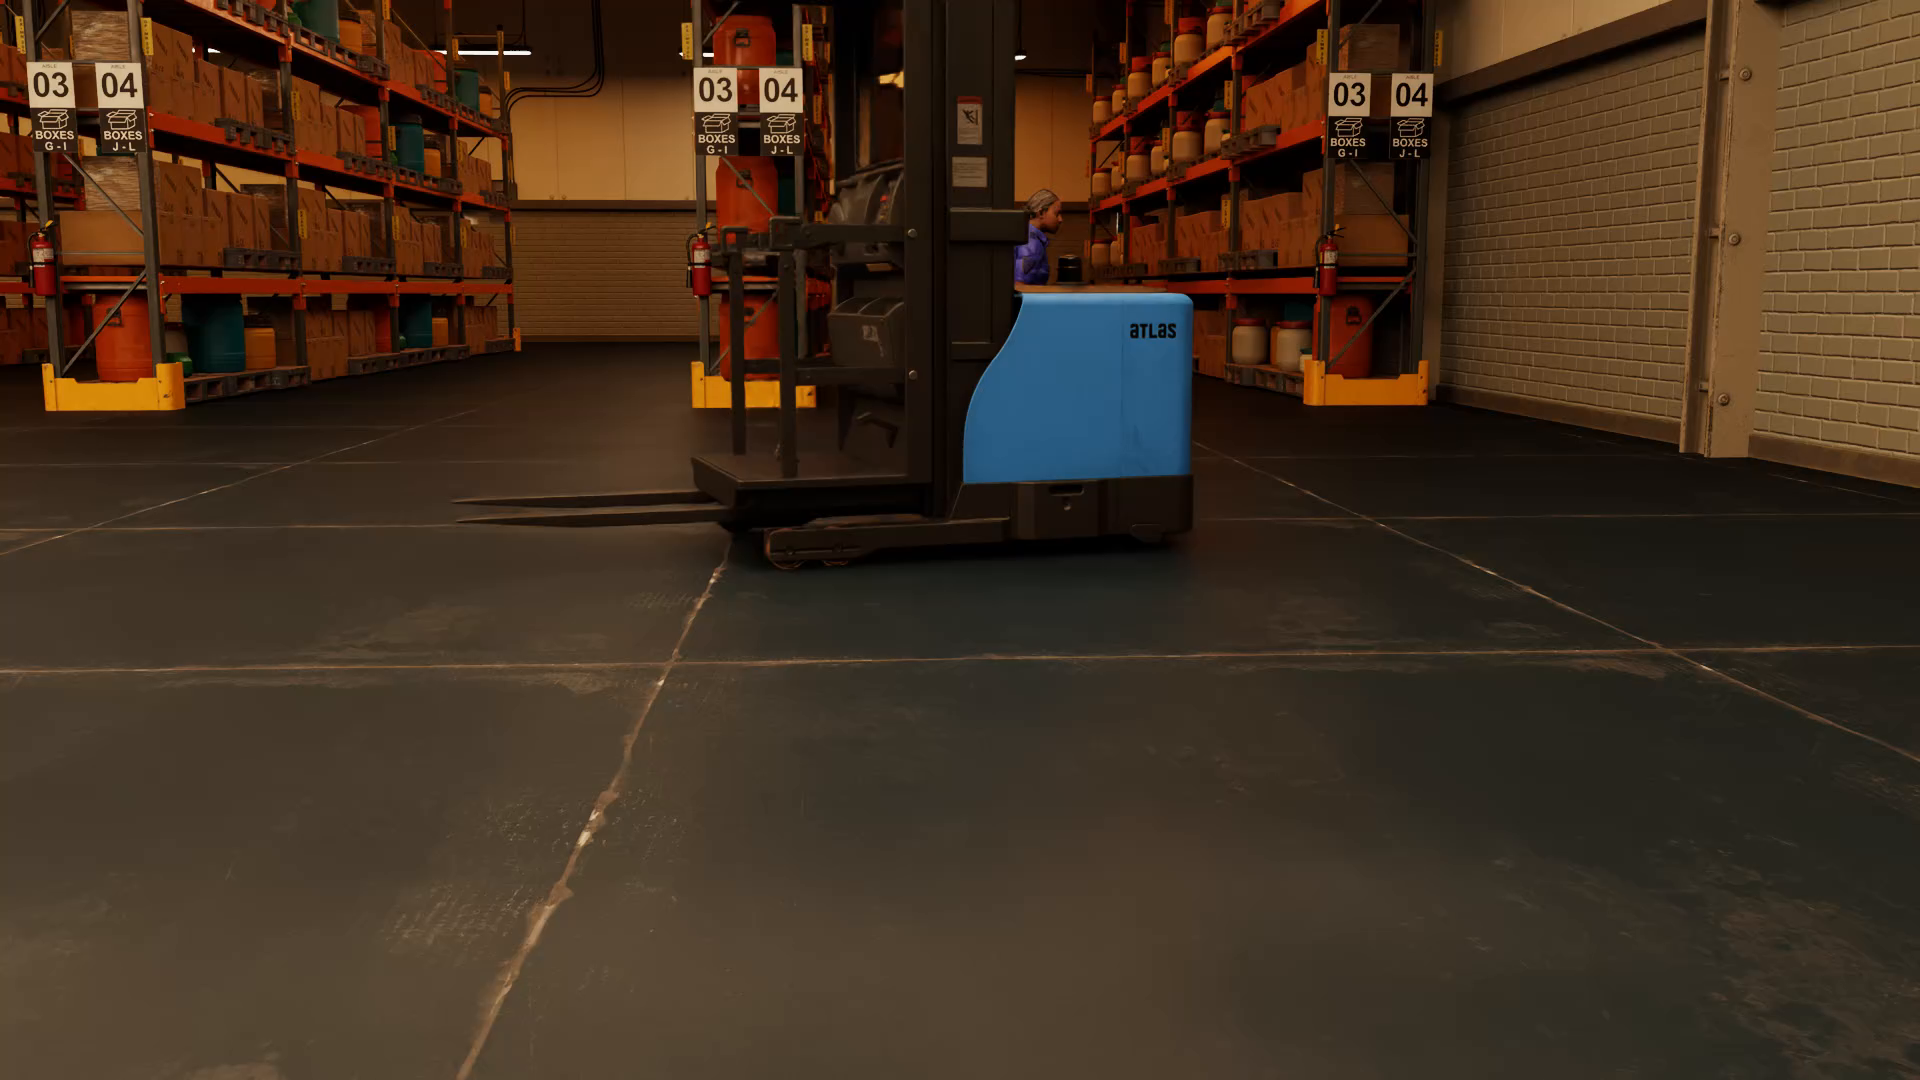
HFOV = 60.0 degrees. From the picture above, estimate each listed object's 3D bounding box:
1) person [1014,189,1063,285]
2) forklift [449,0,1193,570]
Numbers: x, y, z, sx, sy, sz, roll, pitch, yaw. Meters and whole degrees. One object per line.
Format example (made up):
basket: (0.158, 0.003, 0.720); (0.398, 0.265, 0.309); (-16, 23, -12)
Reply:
person: (0.402, -1.146, 9.411); (0.350, 1.653, 0.513); (1, 9, 7)
forklift: (-0.578, -1.419, 6.888); (3.031, 2.935, 1.130); (-3, 9, -19)
